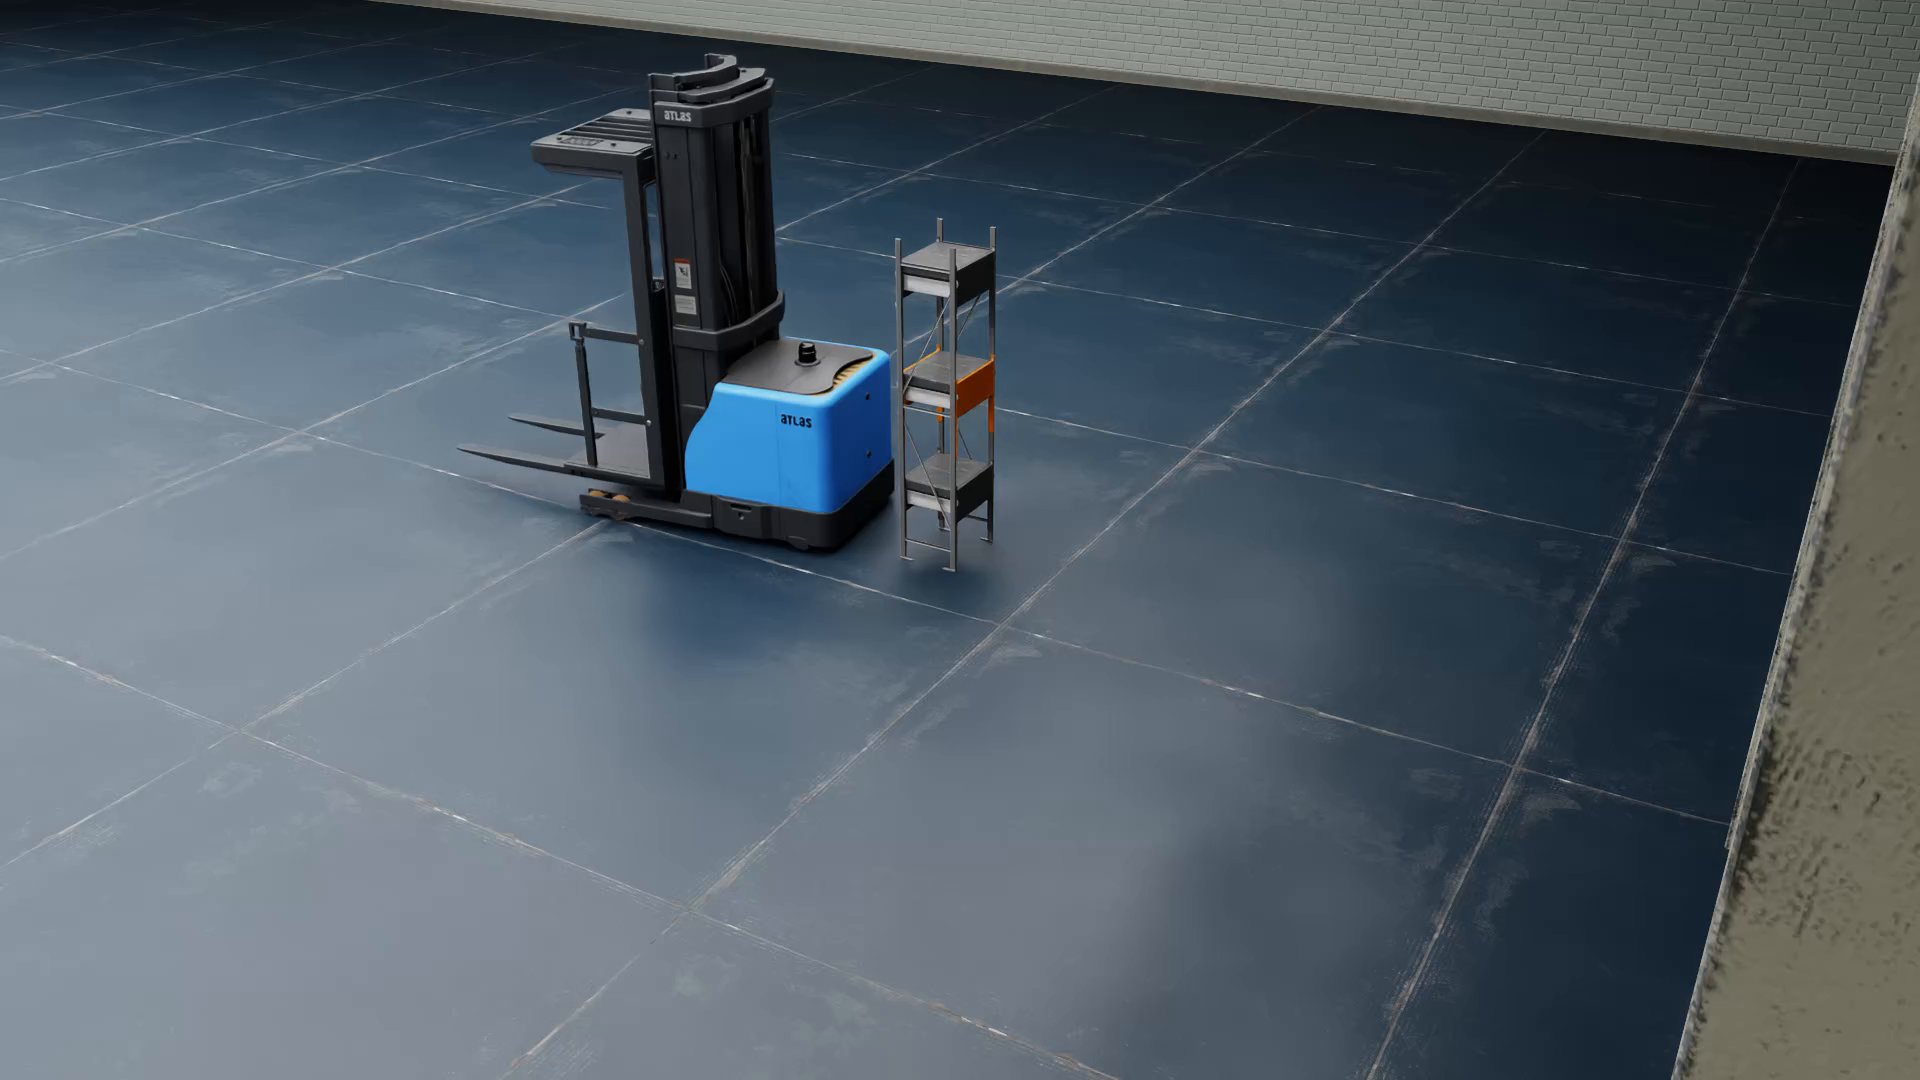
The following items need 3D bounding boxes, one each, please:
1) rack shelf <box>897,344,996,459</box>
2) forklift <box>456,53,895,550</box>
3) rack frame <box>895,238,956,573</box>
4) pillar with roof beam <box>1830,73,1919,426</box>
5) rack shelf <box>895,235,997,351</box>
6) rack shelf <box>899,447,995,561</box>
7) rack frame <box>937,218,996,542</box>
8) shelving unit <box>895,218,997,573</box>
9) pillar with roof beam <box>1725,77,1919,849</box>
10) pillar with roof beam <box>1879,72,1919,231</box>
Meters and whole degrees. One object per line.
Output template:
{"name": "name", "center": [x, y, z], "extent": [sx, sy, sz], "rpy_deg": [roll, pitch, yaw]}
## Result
{"name": "rack shelf", "center": [-0.081, -0.862, 10.297], "extent": [0.431, 0.518, 0.480], "rpy_deg": [14, 30, 26]}
{"name": "forklift", "center": [-2.018, -1.650, 10.913], "extent": [3.031, 2.935, 1.130], "rpy_deg": [10, 28, 19]}
{"name": "rack frame", "center": [-0.201, -0.779, 10.101], "extent": [0.400, 2.100, 0.015], "rpy_deg": [14, 30, 26]}
{"name": "pillar with roof beam", "center": [3.090, -5.882, 12.587], "extent": [9.100, 9.000, 0.400], "rpy_deg": [14, 30, 26]}
{"name": "rack shelf", "center": [-0.081, -1.488, 9.984], "extent": [0.431, 0.518, 0.480], "rpy_deg": [14, 30, 26]}
{"name": "rack shelf", "center": [-0.081, -0.236, 10.611], "extent": [0.431, 0.518, 0.480], "rpy_deg": [14, 30, 26]}
{"name": "rack frame", "center": [0.039, -0.970, 10.481], "extent": [0.400, 2.100, 0.015], "rpy_deg": [14, 30, 26]}
{"name": "shelving unit", "center": [-0.081, -0.874, 10.291], "extent": [0.431, 2.100, 0.503], "rpy_deg": [14, 30, 26]}
{"name": "pillar with roof beam", "center": [0.138, -3.544, 7.916], "extent": [9.100, 9.000, 0.400], "rpy_deg": [14, 30, 26]}
{"name": "pillar with roof beam", "center": [6.042, -8.220, 17.258], "extent": [9.100, 9.000, 0.400], "rpy_deg": [14, 30, 26]}
